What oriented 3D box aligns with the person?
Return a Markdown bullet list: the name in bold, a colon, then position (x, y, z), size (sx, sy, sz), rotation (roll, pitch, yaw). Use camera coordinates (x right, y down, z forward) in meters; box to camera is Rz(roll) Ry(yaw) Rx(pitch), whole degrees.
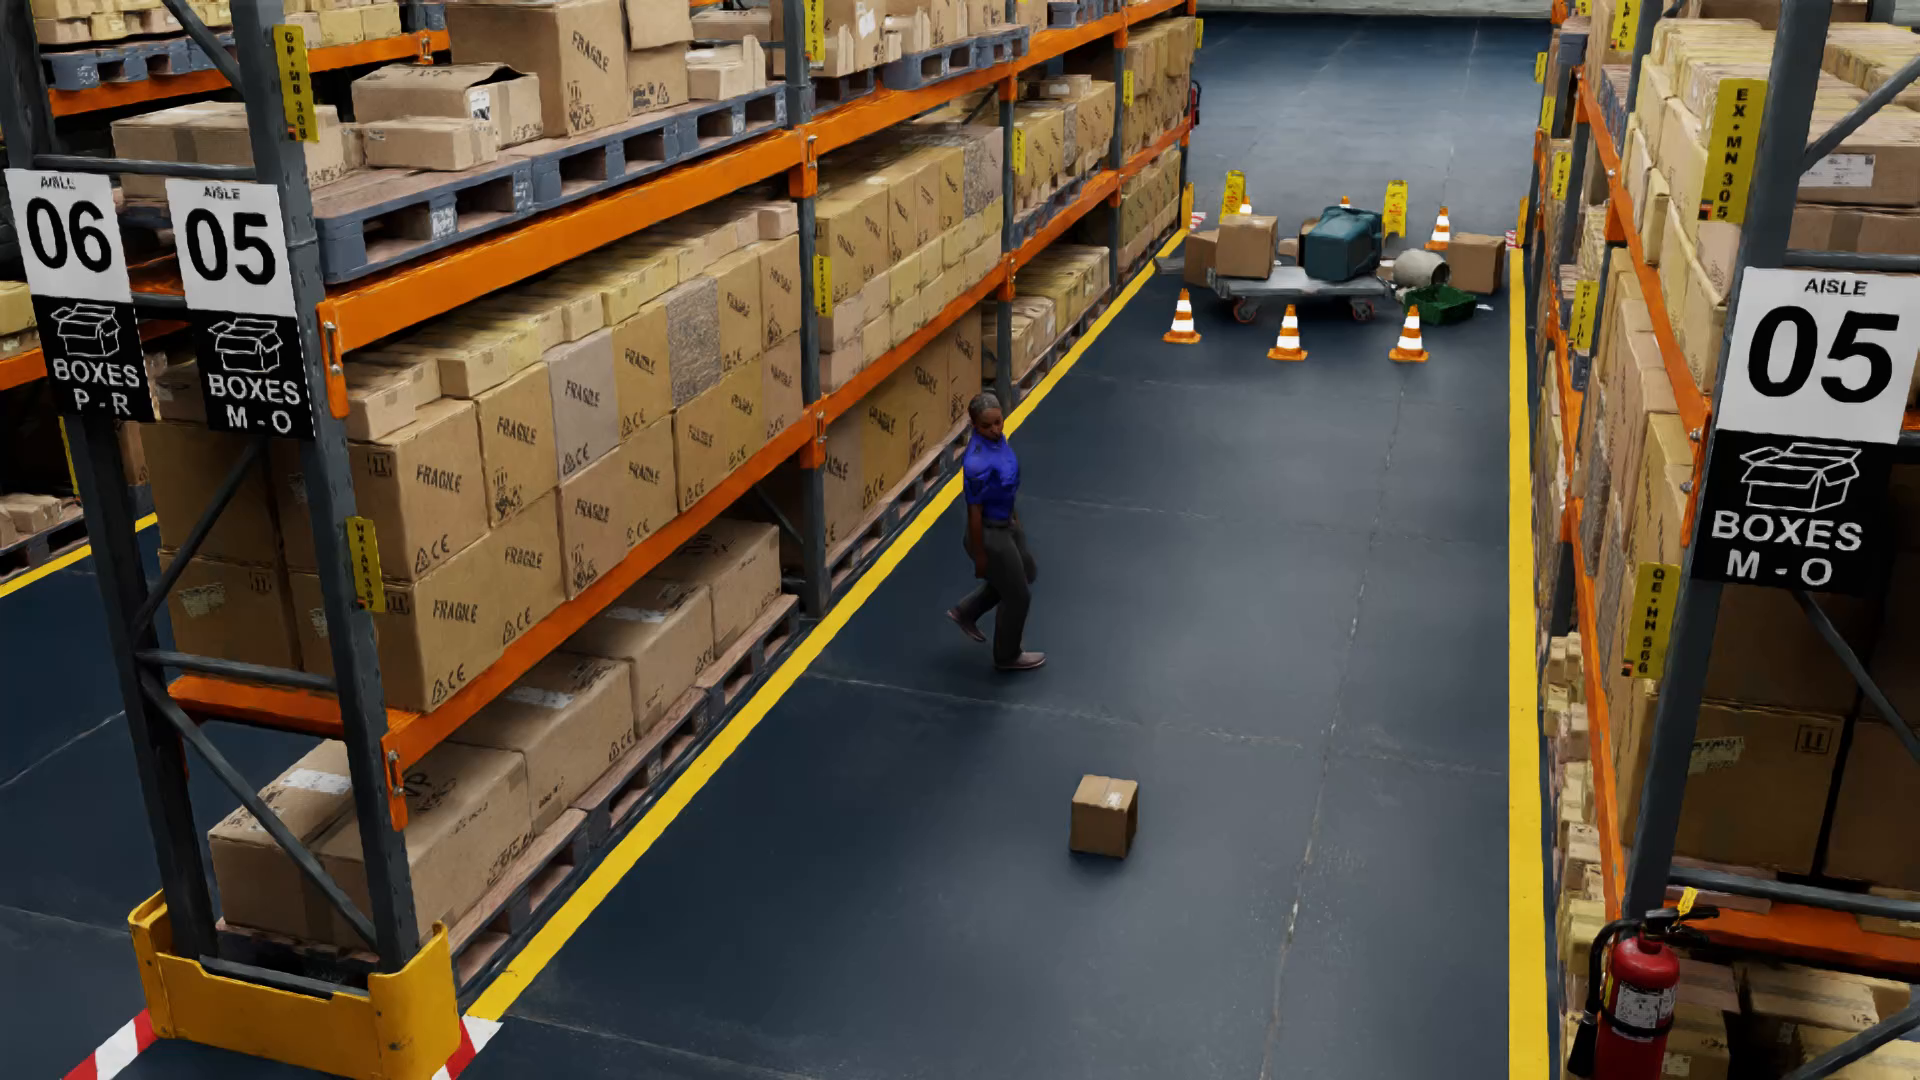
- **person**: position (0.174, -0.028, 8.713), size (0.554, 1.619, 0.550), rotation (3, 22, 7)
